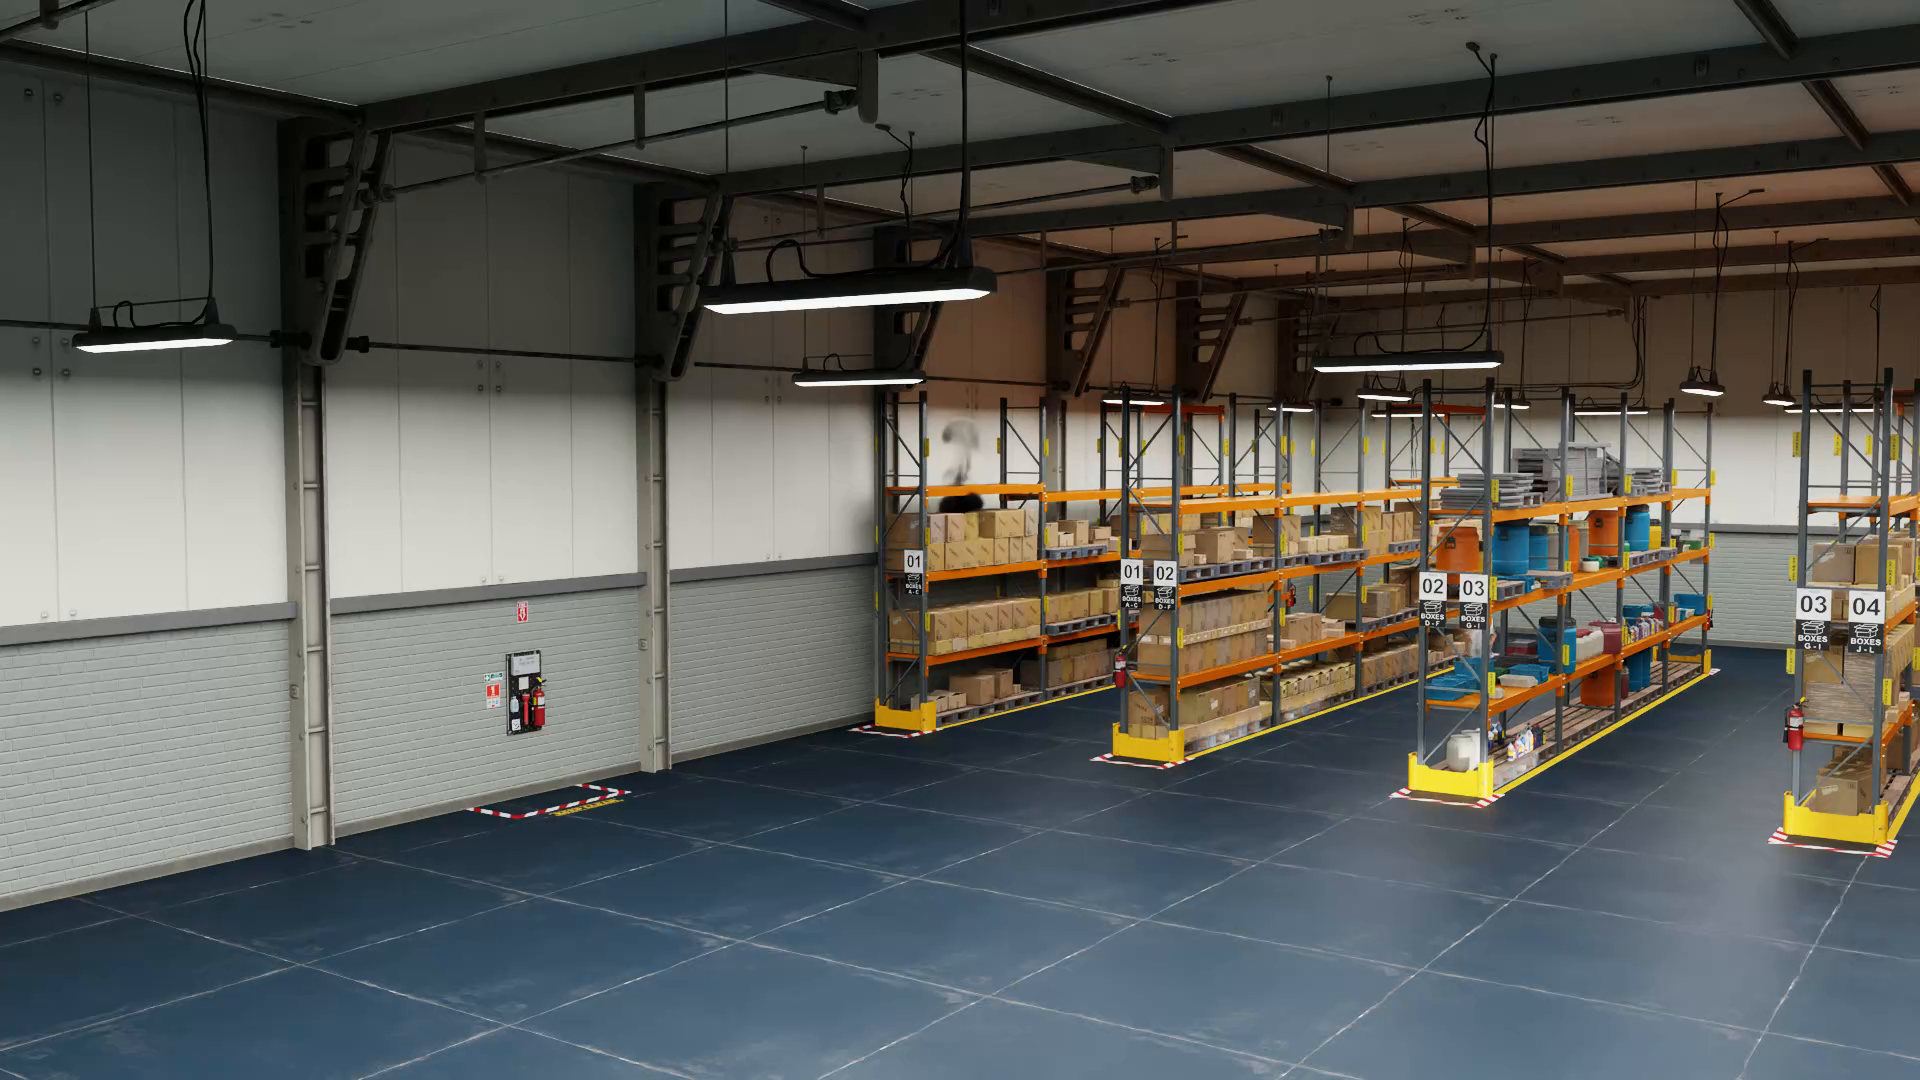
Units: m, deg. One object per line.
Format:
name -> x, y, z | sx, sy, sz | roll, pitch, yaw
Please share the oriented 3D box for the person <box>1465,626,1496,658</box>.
person -> 10.762, 2.268, 34.532 | 0.593, 1.629, 0.577 | 2, 4, 34
